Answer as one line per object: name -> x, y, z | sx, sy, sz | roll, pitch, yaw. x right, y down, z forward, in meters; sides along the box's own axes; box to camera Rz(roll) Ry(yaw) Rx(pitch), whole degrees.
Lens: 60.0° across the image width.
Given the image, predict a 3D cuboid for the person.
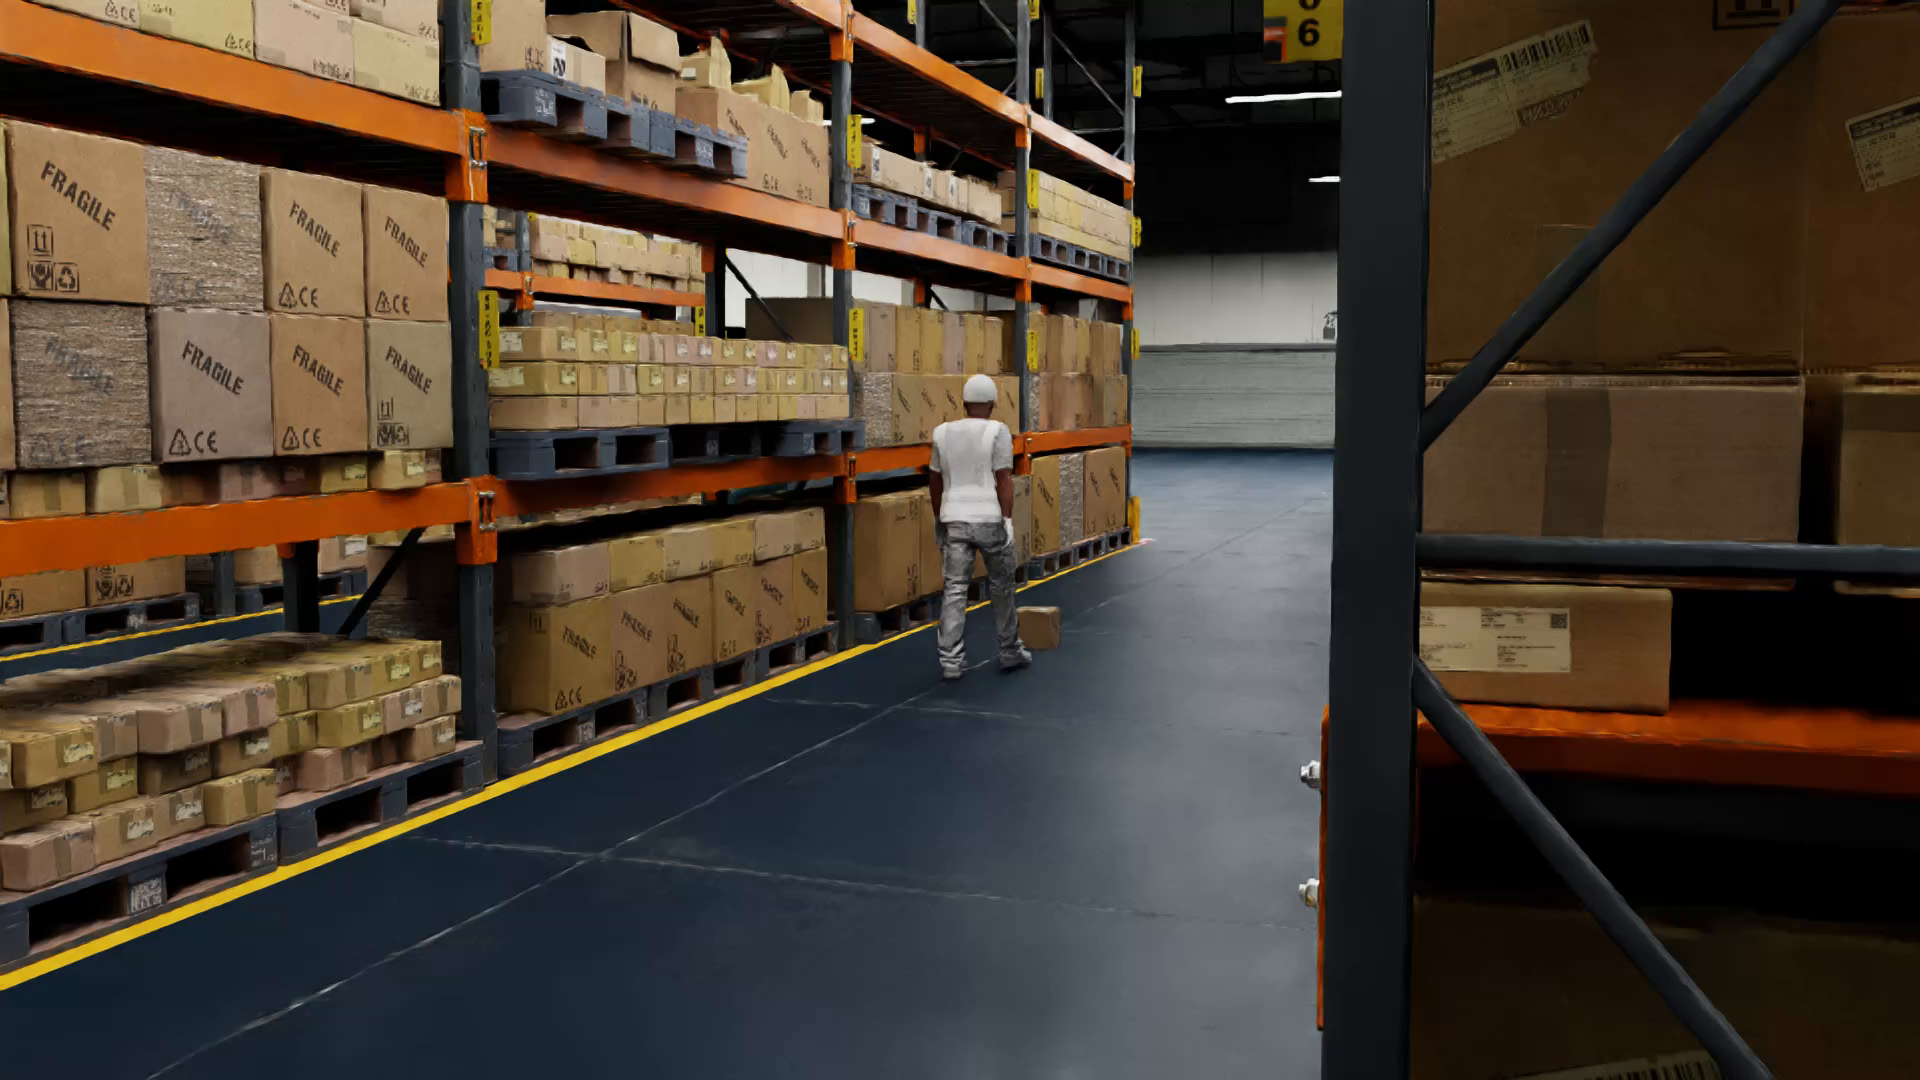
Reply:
person -> 0.112, -0.108, 9.899 | 0.578, 1.758, 0.783 | 2, 6, 21
